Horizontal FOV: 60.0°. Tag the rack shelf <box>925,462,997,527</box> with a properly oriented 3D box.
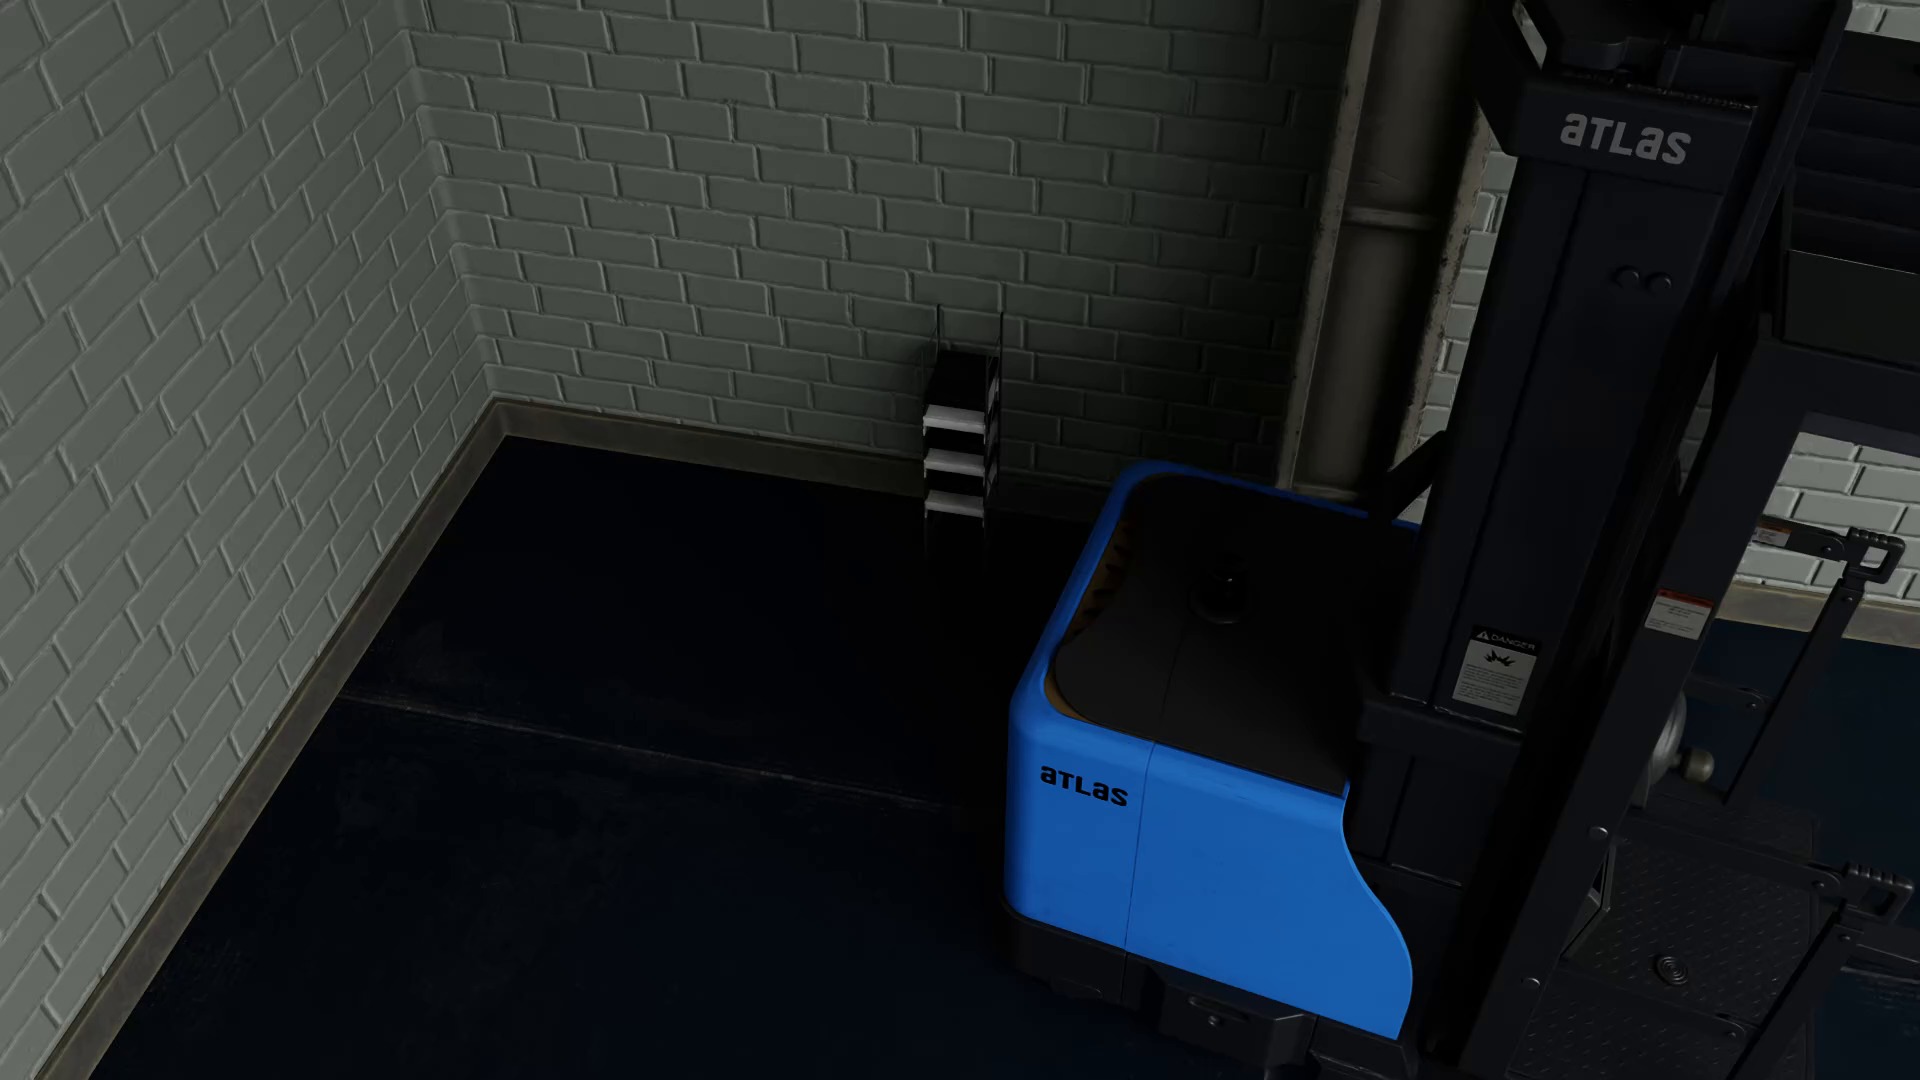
[{"bbox_3d":[0.008,-0.169,5.585,0.200,0.077,0.258,9,45,9],"label":"rack shelf"}]

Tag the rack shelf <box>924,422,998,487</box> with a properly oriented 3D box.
[{"bbox_3d":[0.008,-0.299,5.460,0.200,0.077,0.258,9,45,9],"label":"rack shelf"}]

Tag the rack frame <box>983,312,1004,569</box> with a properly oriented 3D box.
[{"bbox_3d":[0.107,-0.308,5.421,0.006,0.900,0.240,9,45,9],"label":"rack frame"}]

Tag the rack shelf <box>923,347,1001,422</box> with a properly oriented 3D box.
[{"bbox_3d":[0.008,-0.493,5.273,0.200,0.077,0.258,9,45,9],"label":"rack shelf"}]

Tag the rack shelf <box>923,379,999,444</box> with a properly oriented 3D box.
[{"bbox_3d":[0.008,-0.429,5.335,0.200,0.077,0.258,9,45,9],"label":"rack shelf"}]

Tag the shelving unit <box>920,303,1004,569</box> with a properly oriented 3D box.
[{"bbox_3d":[0.008,-0.323,5.437,0.210,0.900,0.258,9,45,9],"label":"shelving unit"}]

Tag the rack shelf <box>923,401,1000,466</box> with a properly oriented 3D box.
[{"bbox_3d":[0.008,-0.364,5.397,0.200,0.077,0.258,9,45,9],"label":"rack shelf"}]

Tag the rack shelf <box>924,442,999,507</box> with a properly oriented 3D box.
[{"bbox_3d":[0.008,-0.234,5.522,0.200,0.077,0.258,9,45,9],"label":"rack shelf"}]

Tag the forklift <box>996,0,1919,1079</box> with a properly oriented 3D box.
[{"bbox_3d":[1.668,0.169,3.461,3.031,2.935,1.130,15,46,15],"label":"forklift"}]

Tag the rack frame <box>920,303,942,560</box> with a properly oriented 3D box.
[{"bbox_3d":[-0.091,-0.338,5.453,0.006,0.900,0.240,9,45,9],"label":"rack frame"}]
